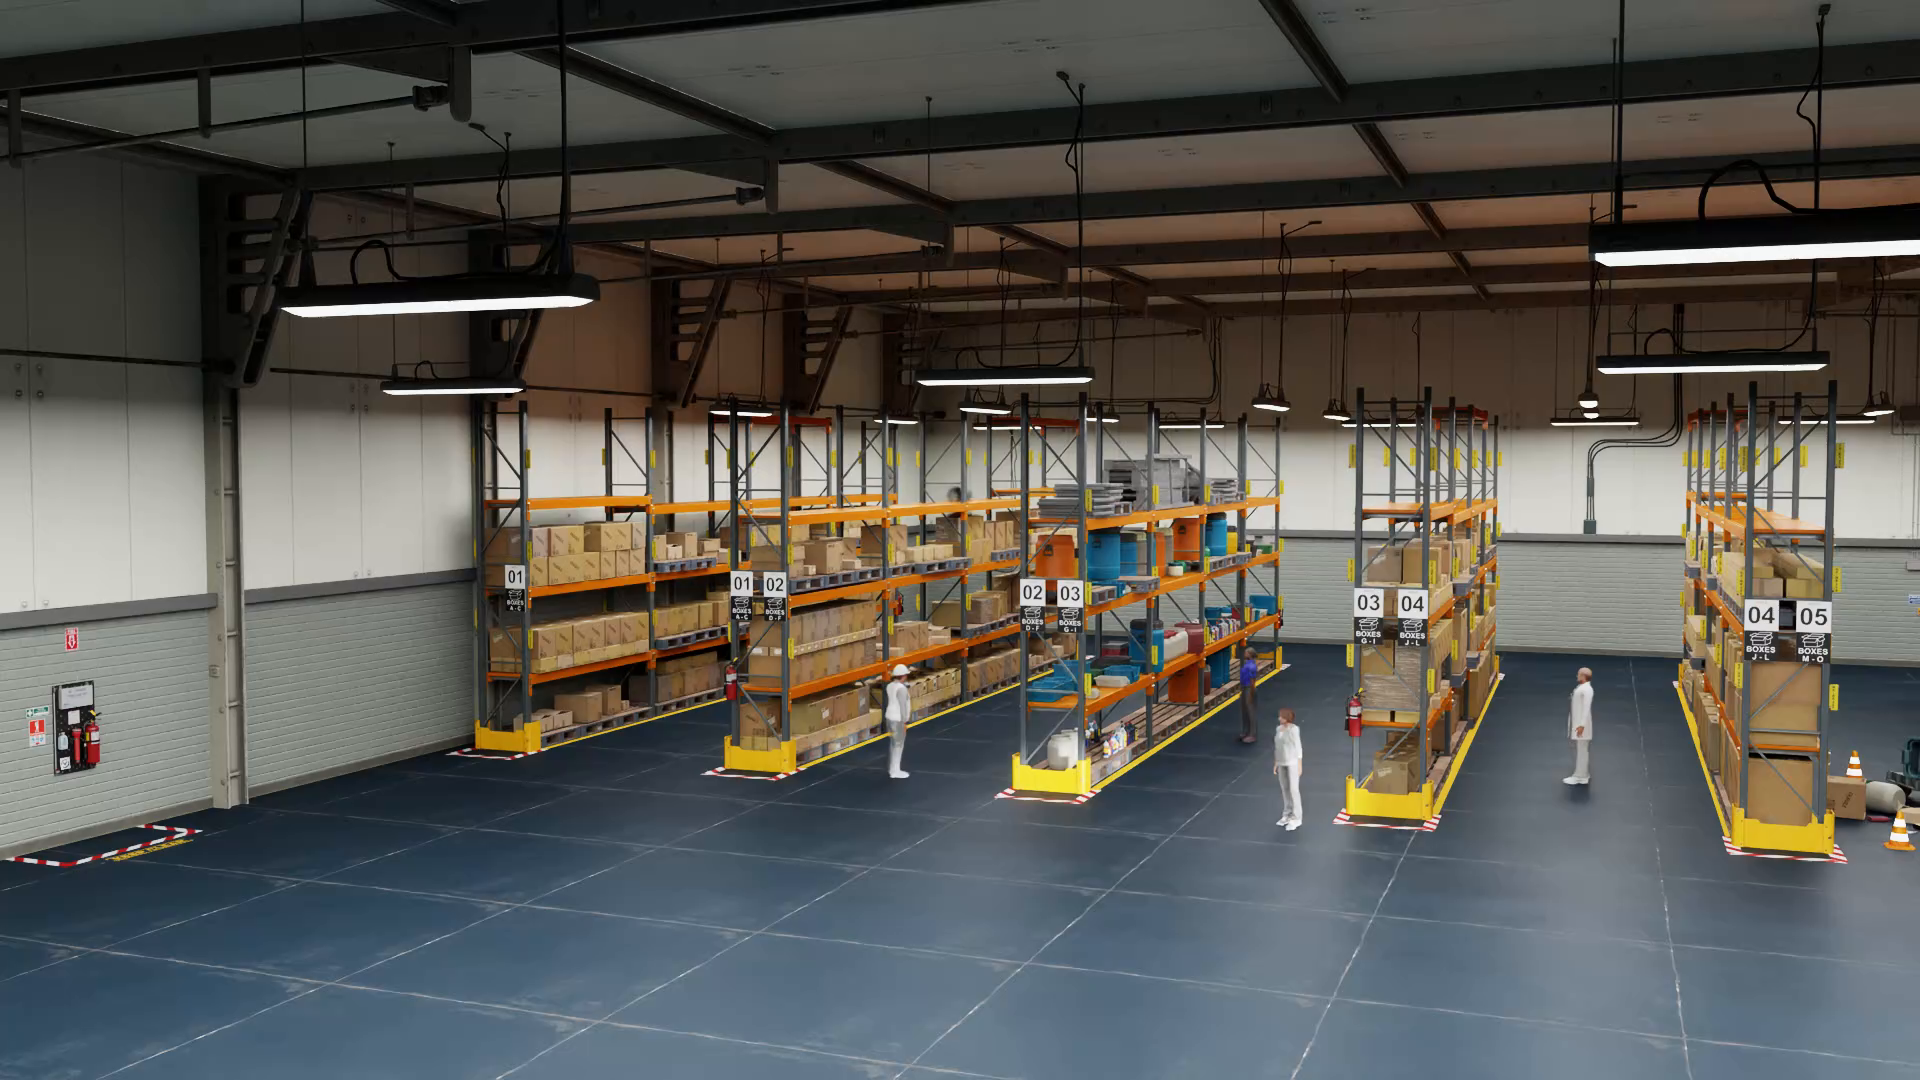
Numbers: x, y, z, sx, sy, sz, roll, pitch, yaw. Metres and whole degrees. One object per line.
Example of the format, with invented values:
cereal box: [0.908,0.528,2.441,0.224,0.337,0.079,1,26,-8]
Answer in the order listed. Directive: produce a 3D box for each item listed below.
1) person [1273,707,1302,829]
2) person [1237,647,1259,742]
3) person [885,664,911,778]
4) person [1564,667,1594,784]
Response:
person: [4.462,3.097,22.696,0.387,1.612,0.507,-2,3,-32]
person: [5.118,2.737,29.539,0.335,1.653,0.480,0,3,-9]
person: [-0.956,2.840,26.105,0.389,1.785,0.556,-1,3,-24]
person: [9.580,2.871,25.773,0.519,1.800,0.605,0,3,-2]
